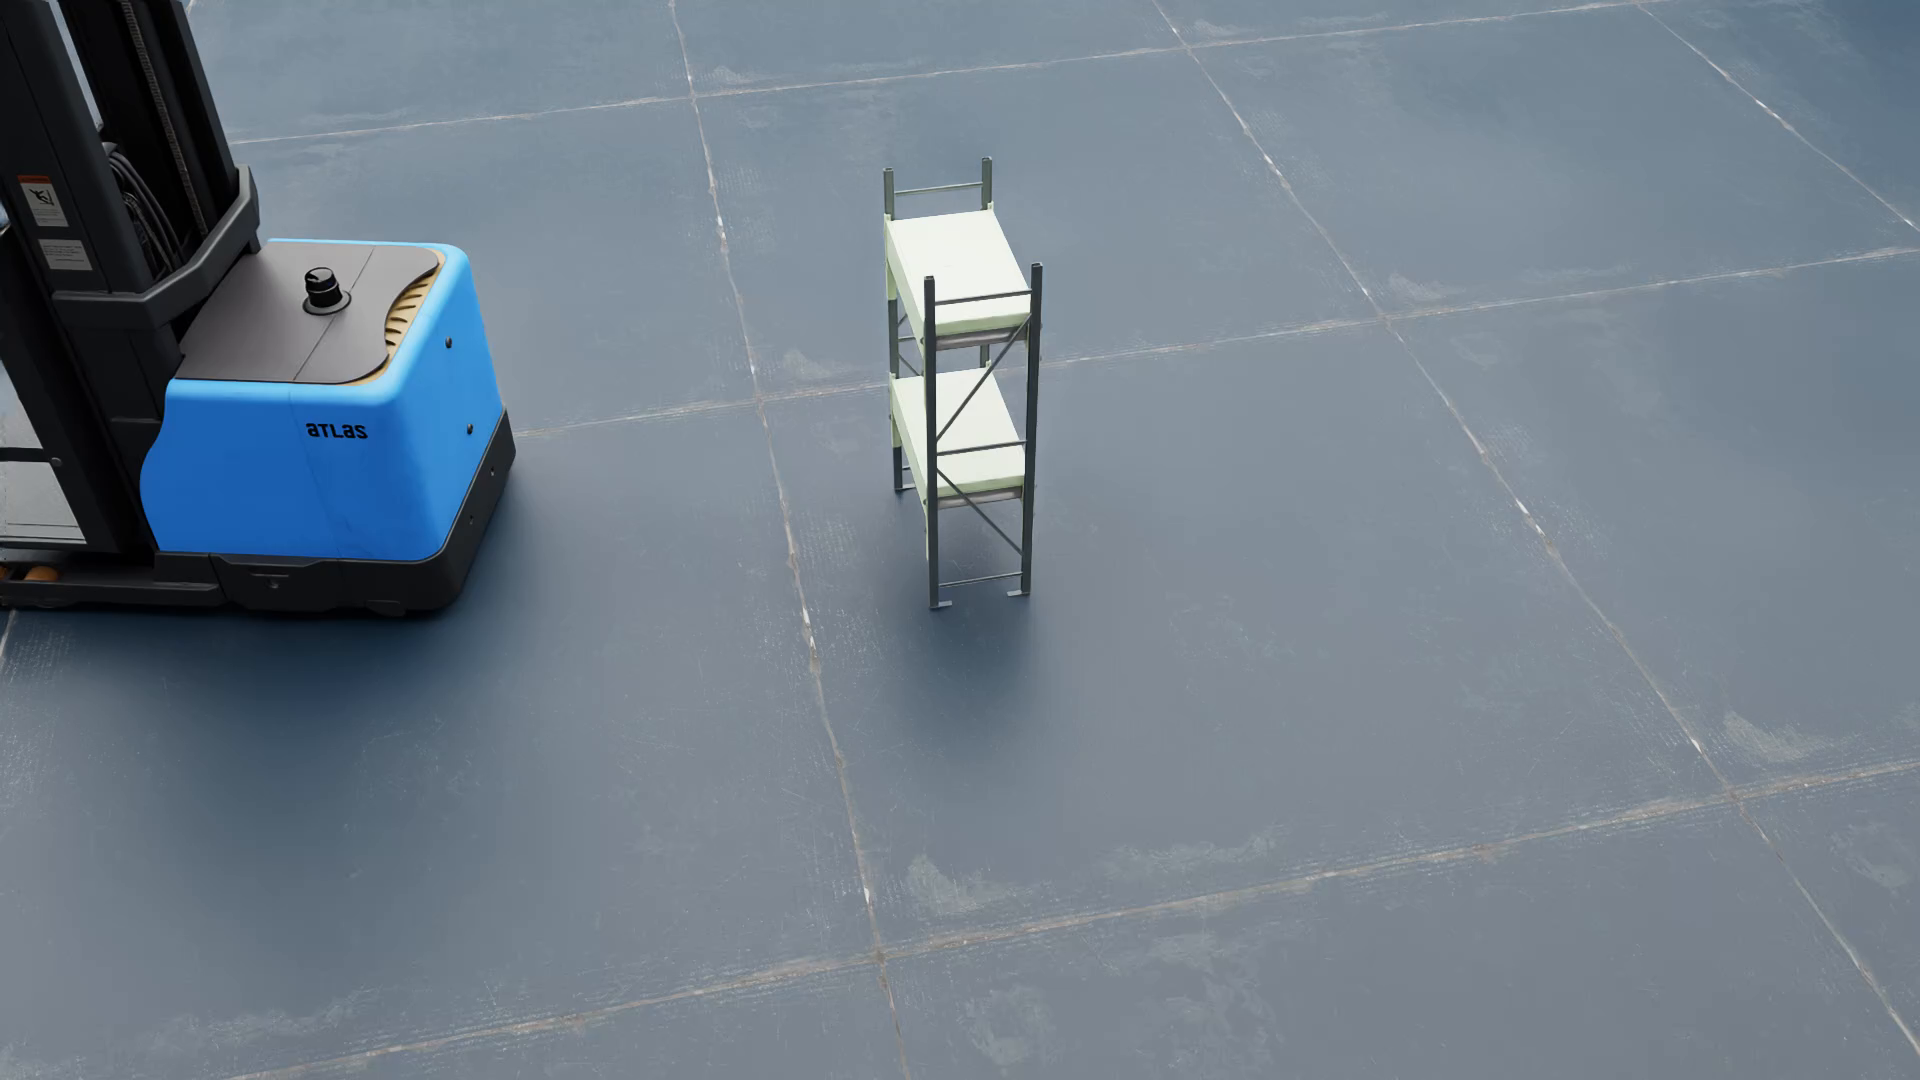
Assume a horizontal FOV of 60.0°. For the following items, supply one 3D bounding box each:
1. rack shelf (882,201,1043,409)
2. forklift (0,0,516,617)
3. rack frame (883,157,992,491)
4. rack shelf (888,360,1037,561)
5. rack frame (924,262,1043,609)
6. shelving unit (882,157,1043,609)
[{"bbox_3d":[-0.001,-0.857,5.998,0.431,0.370,0.720,-8,42,-9],"label":"rack shelf"},{"bbox_3d":[-3.420,-1.180,5.871,3.031,2.935,1.130,2,42,3],"label":"forklift"},{"bbox_3d":[-0.080,-0.802,6.524,0.400,1.500,0.023,-8,42,-9],"label":"rack frame"},{"bbox_3d":[-0.001,-0.321,6.473,0.431,0.370,0.720,-8,42,-9],"label":"rack shelf"},{"bbox_3d":[0.078,-0.328,5.990,0.400,1.500,0.023,-8,42,-9],"label":"rack frame"},{"bbox_3d":[-0.001,-0.565,6.257,0.431,1.500,0.755,-8,42,-9],"label":"shelving unit"}]
